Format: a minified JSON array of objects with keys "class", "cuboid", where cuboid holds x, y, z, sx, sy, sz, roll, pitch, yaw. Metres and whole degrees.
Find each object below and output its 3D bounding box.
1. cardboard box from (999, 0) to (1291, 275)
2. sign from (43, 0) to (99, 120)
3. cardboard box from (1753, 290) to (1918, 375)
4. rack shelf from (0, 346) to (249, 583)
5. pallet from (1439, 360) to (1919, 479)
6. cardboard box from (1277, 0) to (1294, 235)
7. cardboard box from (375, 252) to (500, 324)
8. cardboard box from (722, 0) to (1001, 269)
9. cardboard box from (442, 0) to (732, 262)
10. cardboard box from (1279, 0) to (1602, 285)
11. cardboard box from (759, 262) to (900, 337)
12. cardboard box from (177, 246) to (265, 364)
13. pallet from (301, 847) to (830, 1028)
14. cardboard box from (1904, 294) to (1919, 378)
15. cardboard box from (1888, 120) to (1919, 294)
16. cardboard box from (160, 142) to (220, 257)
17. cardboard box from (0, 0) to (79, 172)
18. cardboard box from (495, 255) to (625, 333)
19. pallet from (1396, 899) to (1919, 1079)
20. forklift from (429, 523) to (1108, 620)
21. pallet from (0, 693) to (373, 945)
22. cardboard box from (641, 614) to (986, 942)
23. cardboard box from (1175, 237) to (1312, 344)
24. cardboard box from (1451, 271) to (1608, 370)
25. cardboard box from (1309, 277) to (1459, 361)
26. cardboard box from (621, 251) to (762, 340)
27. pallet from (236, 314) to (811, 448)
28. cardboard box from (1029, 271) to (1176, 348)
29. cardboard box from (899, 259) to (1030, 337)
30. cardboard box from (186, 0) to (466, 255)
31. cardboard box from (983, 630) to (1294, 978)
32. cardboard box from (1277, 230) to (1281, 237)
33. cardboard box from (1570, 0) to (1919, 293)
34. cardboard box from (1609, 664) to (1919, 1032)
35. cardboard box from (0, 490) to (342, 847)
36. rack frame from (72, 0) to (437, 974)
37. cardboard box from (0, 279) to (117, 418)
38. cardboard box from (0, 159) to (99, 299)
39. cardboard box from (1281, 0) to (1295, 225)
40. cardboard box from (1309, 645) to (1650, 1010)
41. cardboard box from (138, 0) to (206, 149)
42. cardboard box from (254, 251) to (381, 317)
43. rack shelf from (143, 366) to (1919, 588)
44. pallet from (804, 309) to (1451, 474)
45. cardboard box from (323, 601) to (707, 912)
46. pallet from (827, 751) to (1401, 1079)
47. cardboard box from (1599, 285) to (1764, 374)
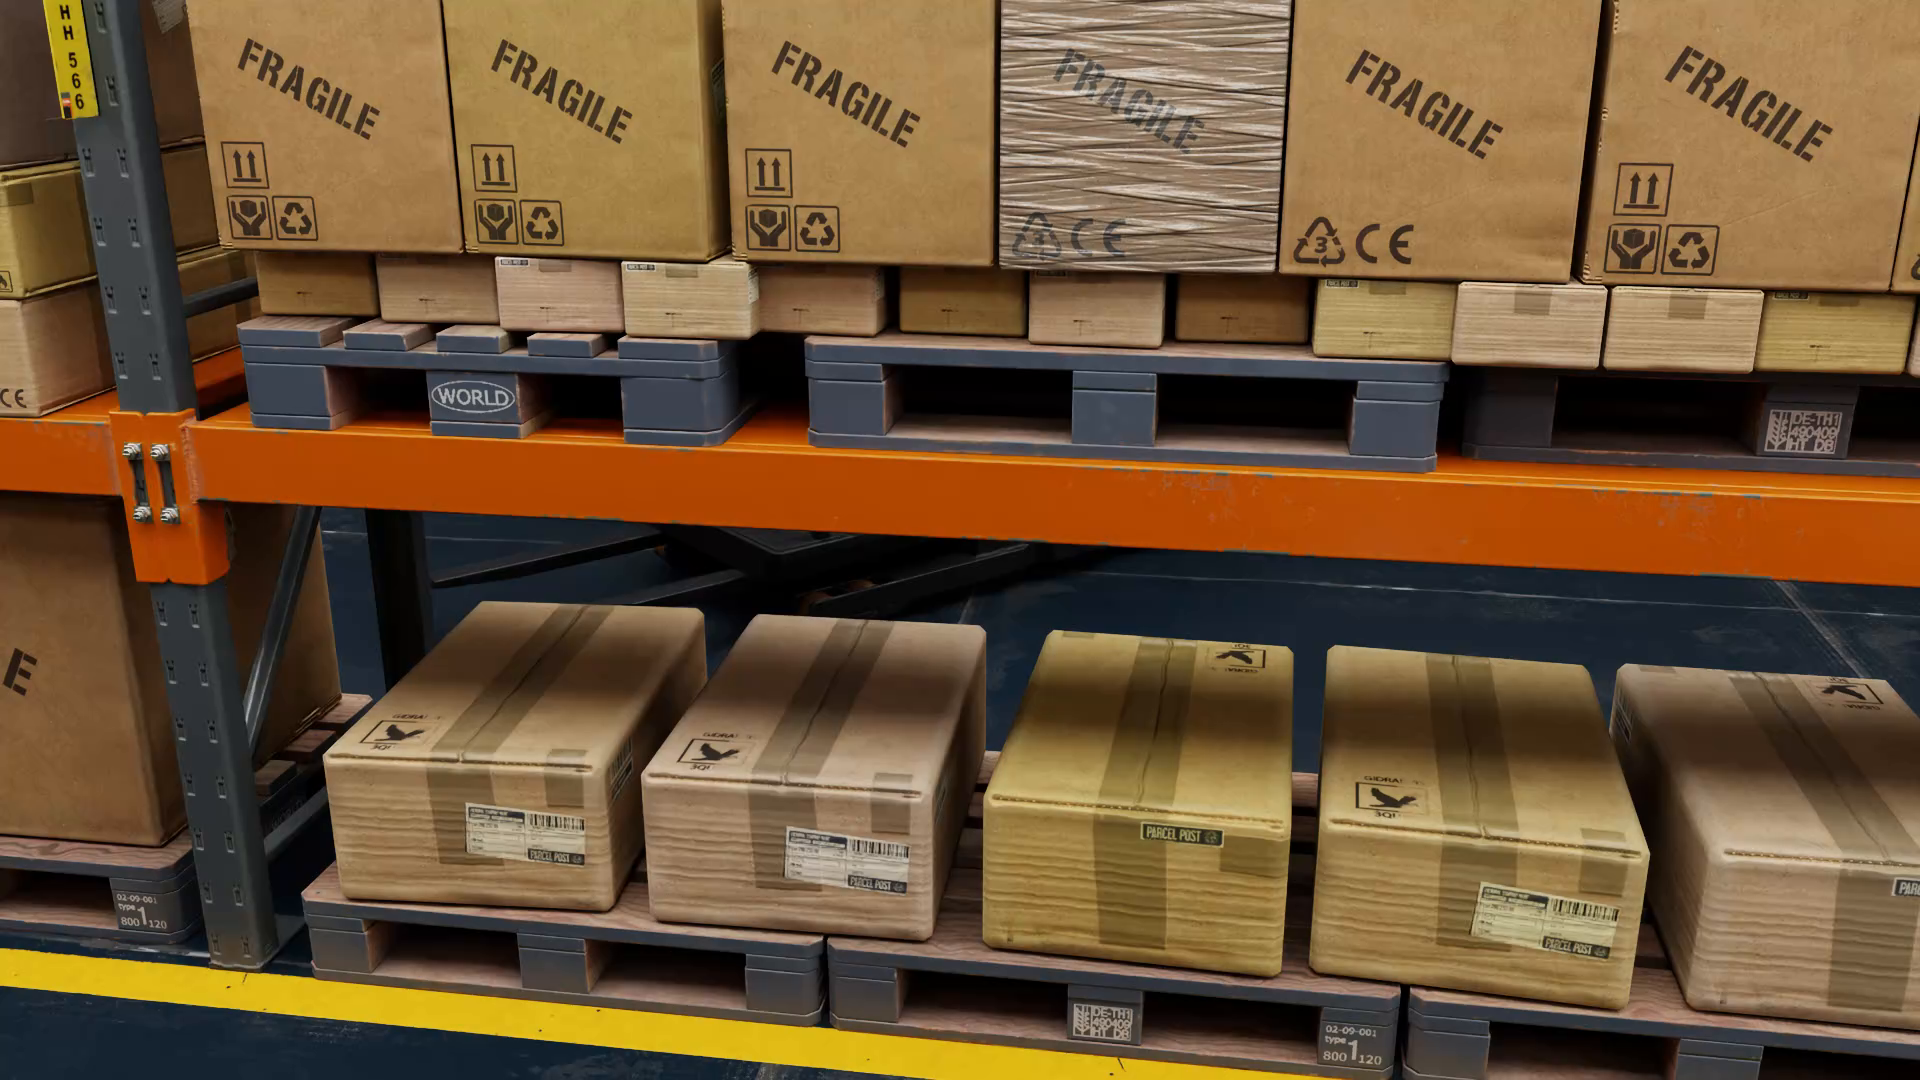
[{"class":"cardboard box","cuboid":[0.350,-0.801,3.182,0.500,0.500,0.500,2,19,7]},{"class":"sign","cuboid":[-1.676,-0.960,3.120,0.005,0.325,0.100,3,19,9]},{"class":"cardboard box","cuboid":[1.549,-0.422,3.070,0.250,0.149,0.380,2,19,7]},{"class":"rack shelf","cuboid":[-3.566,-0.344,4.239,4.000,0.370,1.077,3,19,9]},{"class":"pallet","cuboid":[1.626,-0.377,3.504,1.213,0.211,1.003,3,19,9]},{"class":"cardboard box","cuboid":[0.451,-0.961,3.661,0.500,0.500,0.500,2,19,6]},{"class":"cardboard box","cuboid":[-1.026,-0.566,3.500,0.250,0.149,0.380,2,19,5]},{"class":"cardboard box","cuboid":[-0.143,-0.829,3.264,0.500,0.500,0.500,3,19,10]},{"class":"cardboard box","cuboid":[-0.668,-0.853,3.338,0.500,0.500,0.500,4,19,11]},{"class":"cardboard box","cuboid":[0.867,-0.775,3.104,0.500,0.500,0.500,4,19,11]},{"class":"cardboard box","cuboid":[-0.245,-0.529,3.392,0.250,0.149,0.380,4,19,12]},{"class":"cardboard box","cuboid":[-2.035,-0.617,4.157,0.500,0.250,0.500,3,19,8]},{"class":"pallet","cuboid":[-0.820,0.777,4.147,1.213,0.211,1.003,3,19,9]},{"class":"cardboard box","cuboid":[1.806,-0.403,3.014,0.250,0.149,0.380,3,19,9]},{"class":"cardboard box","cuboid":[1.865,-0.723,2.947,0.500,0.500,0.500,3,19,8]},{"class":"cardboard box","cuboid":[-2.053,-0.854,4.076,0.500,0.250,0.500,3,19,8]},{"class":"cardboard box","cuboid":[-2.143,-1.051,3.482,0.500,0.500,0.500,2,19,7]},{"class":"cardboard box","cuboid":[-0.763,-0.537,3.416,0.250,0.149,0.380,2,19,5]},{"class":"pallet","cuboid":[1.589,0.900,3.780,1.213,0.211,1.003,3,19,9]},{"class":"forklift","cuboid":[-0.574,-1.230,5.860,3.031,2.935,1.130,-14,23,-36]},{"class":"pallet","cuboid":[-2.358,0.674,4.455,1.213,0.211,1.003,3,19,9]},{"class":"cardboard box","cuboid":[-0.305,0.528,3.976,0.625,0.372,0.950,3,19,8]},{"class":"cardboard box","cuboid":[0.557,-0.504,3.317,0.250,0.149,0.380,2,19,7]},{"class":"cardboard box","cuboid":[1.036,-0.435,3.111,0.250,0.149,0.380,3,19,9]},{"class":"cardboard box","cuboid":[0.801,-0.459,3.181,0.250,0.149,0.380,3,19,9]},{"class":"cardboard box","cuboid":[-0.495,-0.517,3.355,0.250,0.149,0.380,3,19,9]},{"class":"pallet","cuboid":[-0.871,-0.491,3.847,1.003,0.211,1.213,3,19,9]},{"class":"cardboard box","cuboid":[0.288,-0.494,3.285,0.250,0.149,0.380,4,19,10]},{"class":"cardboard box","cuboid":[0.040,-0.527,3.386,0.250,0.149,0.380,4,19,11]},{"class":"cardboard box","cuboid":[-1.184,-0.877,3.410,0.500,0.500,0.500,2,19,7]},{"class":"cardboard box","cuboid":[0.443,0.568,3.857,0.625,0.372,0.950,4,19,10]},{"class":"cardboard box","cuboid":[0.834,-0.635,3.708,0.250,0.149,0.380,3,19,9]},{"class":"cardboard box","cuboid":[1.376,-0.747,3.020,0.500,0.500,0.500,3,19,9]},{"class":"cardboard box","cuboid":[1.840,0.638,3.649,0.625,0.372,0.950,3,19,9]},{"class":"cardboard box","cuboid":[-2.260,0.163,4.276,0.875,0.875,0.875,3,19,8]},{"class":"rack frame","cuboid":[-1.591,-0.585,3.824,0.127,3.000,1.000,3,19,9]},{"class":"cardboard box","cuboid":[-2.132,-0.458,3.680,0.500,0.250,0.500,2,19,7]},{"class":"cardboard box","cuboid":[-2.110,-0.696,3.603,0.500,0.250,0.500,3,19,8]},{"class":"cardboard box","cuboid":[0.960,-0.939,3.593,0.500,0.500,0.500,3,19,8]},{"class":"cardboard box","cuboid":[1.129,0.603,3.754,0.625,0.372,0.950,4,19,12]},{"class":"cardboard box","cuboid":[-2.040,-1.208,3.952,0.500,0.500,0.500,2,19,7]},{"class":"cardboard box","cuboid":[-1.300,-0.590,3.574,0.250,0.149,0.380,2,19,5]},{"class":"rack shelf","cuboid":[0.383,-0.143,3.637,4.000,0.370,1.077,3,19,9]},{"class":"pallet","cuboid":[0.370,-0.407,3.595,1.213,0.211,1.003,3,19,9]},{"class":"cardboard box","cuboid":[-1.035,0.494,4.080,0.625,0.372,0.950,2,19,5]},{"class":"pallet","cuboid":[0.381,0.839,3.962,1.213,0.211,1.003,3,19,9]},{"class":"cardboard box","cuboid":[1.288,-0.424,3.076,0.250,0.149,0.380,3,19,8]}]
